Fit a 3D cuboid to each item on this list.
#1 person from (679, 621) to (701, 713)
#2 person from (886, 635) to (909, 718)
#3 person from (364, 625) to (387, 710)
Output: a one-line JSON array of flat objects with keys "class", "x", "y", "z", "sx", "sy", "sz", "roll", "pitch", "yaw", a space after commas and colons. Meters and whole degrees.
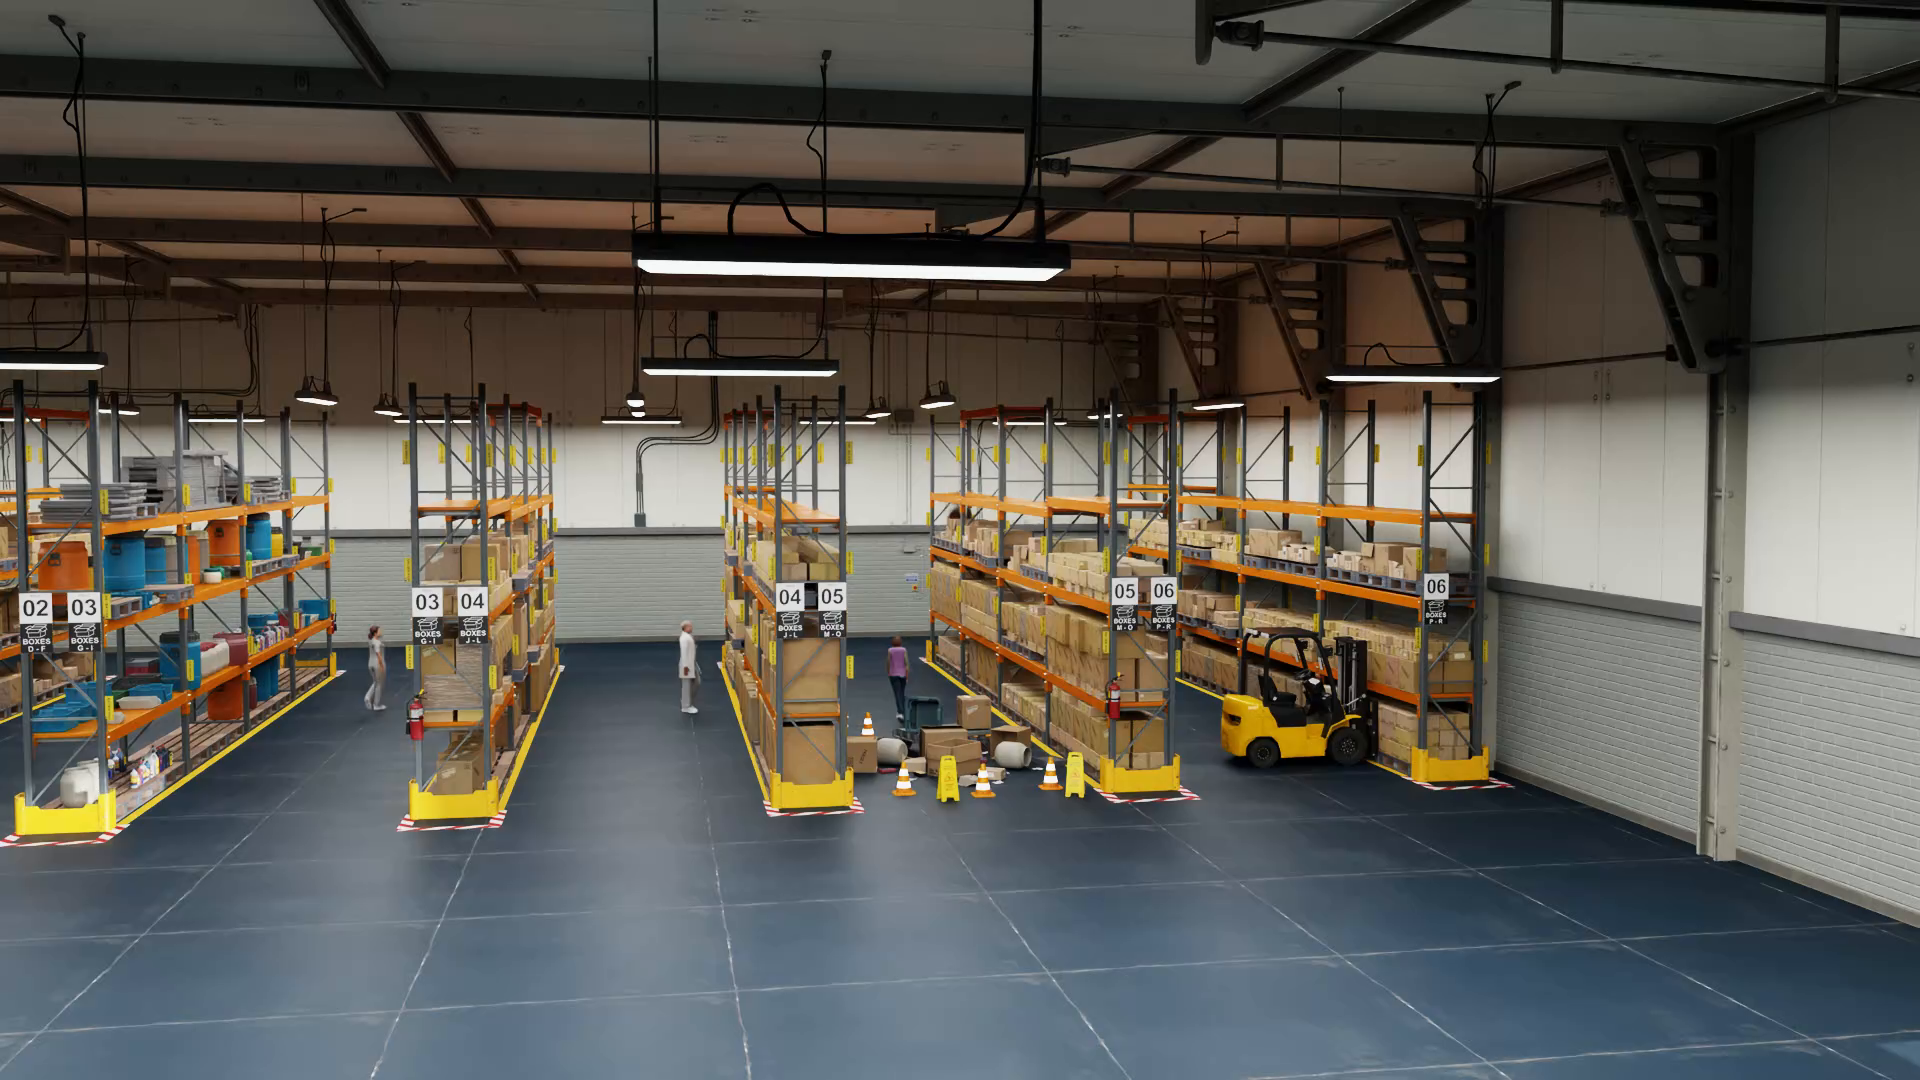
[{"class": "person", "x": -5.303, "y": 2.486, "z": 32.507, "sx": 0.445, "sy": 1.817, "sz": 0.649, "roll": 0, "pitch": 3, "yaw": 7}, {"class": "person", "x": -1.204, "y": 2.591, "z": 31.771, "sx": 0.419, "sy": 1.560, "sz": 0.876, "roll": -1, "pitch": 3, "yaw": -14}, {"class": "person", "x": -11.454, "y": 2.502, "z": 32.614, "sx": 0.443, "sy": 1.664, "sz": 0.484, "roll": 2, "pitch": 3, "yaw": 30}]
